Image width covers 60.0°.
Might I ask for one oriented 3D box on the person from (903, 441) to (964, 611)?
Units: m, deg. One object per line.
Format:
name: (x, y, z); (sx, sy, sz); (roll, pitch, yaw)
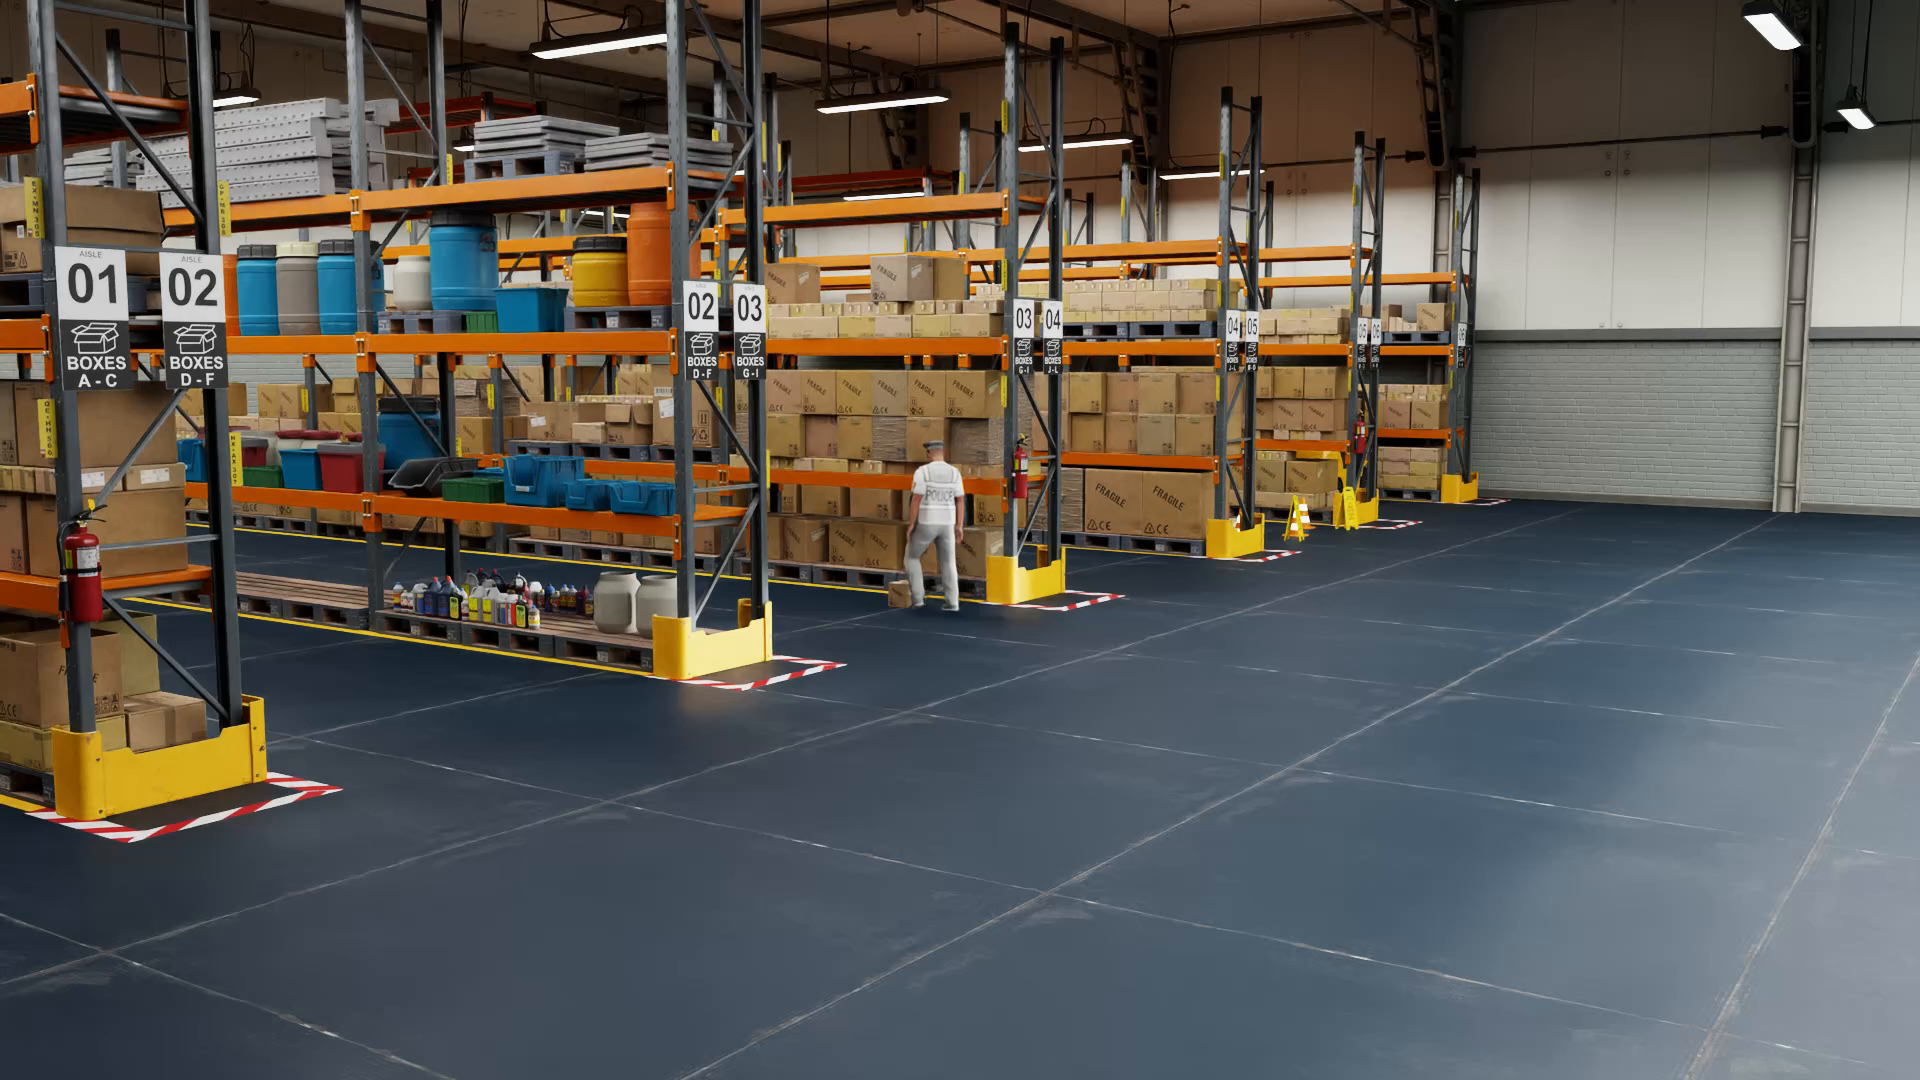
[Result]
person: (-0.266, -0.130, 16.762); (0.606, 1.742, 0.425); (-3, 7, -22)
